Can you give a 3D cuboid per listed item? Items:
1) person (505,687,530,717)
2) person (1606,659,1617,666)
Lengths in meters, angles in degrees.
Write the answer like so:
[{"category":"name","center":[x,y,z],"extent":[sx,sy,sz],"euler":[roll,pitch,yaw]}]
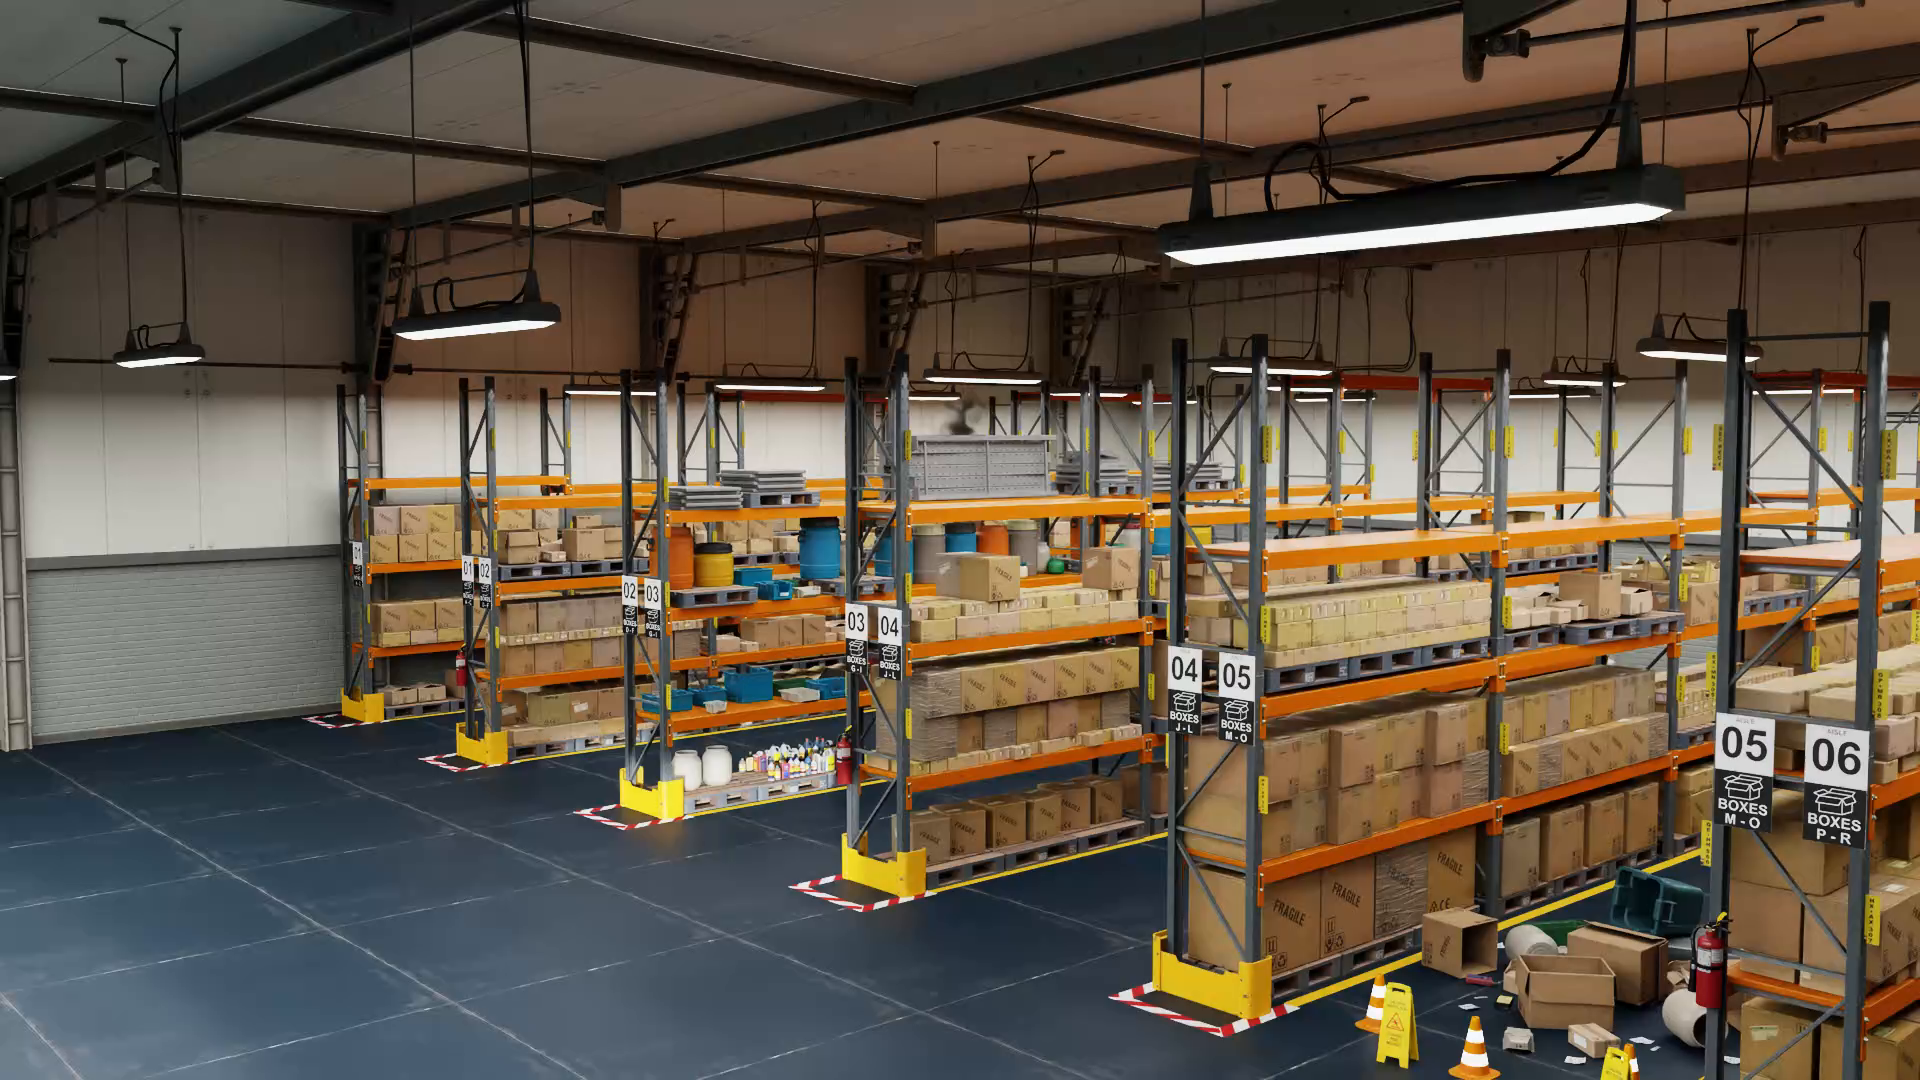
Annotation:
[{"category":"person","center":[-7.558,2.421,28.465],"extent":[0.668,1.854,0.864],"euler":[3,5,42]},{"category":"person","center":[9.873,2.655,25.301],"extent":[0.585,1.690,0.875],"euler":[4,5,44]}]
